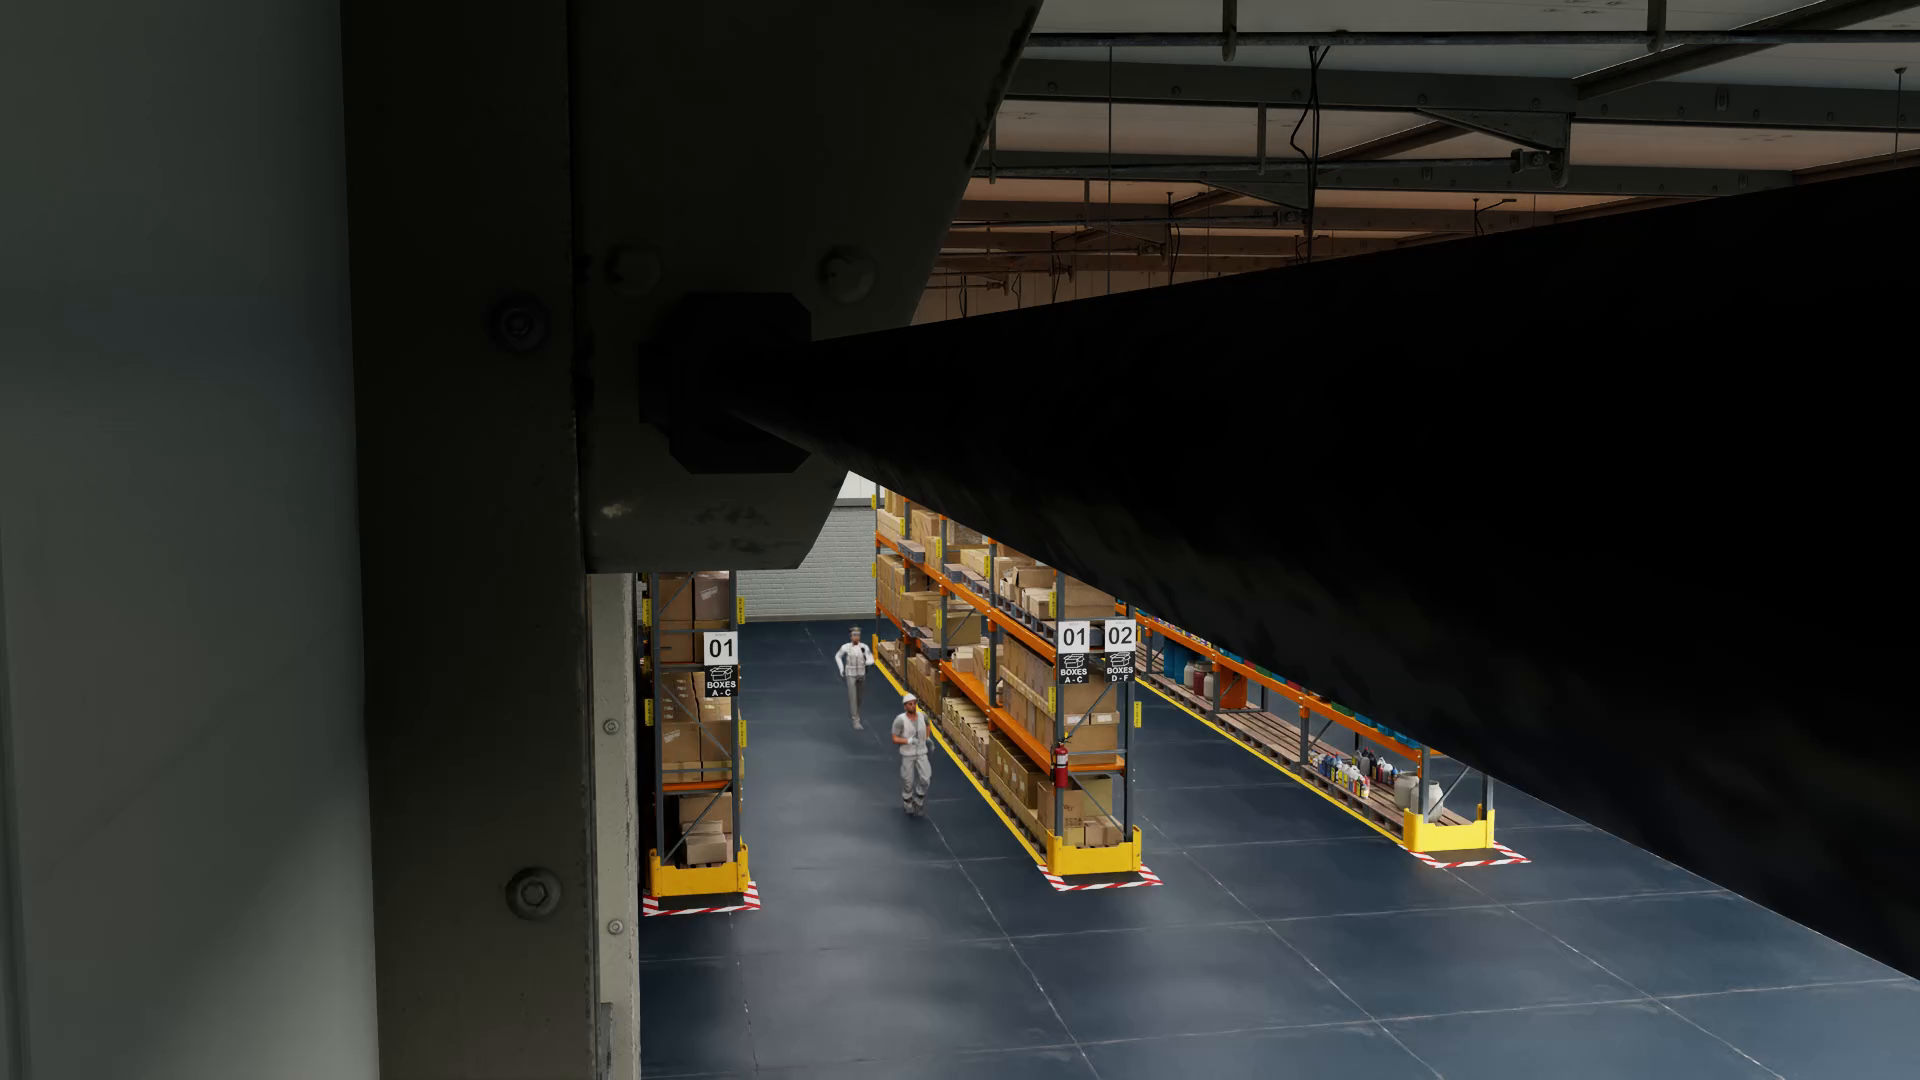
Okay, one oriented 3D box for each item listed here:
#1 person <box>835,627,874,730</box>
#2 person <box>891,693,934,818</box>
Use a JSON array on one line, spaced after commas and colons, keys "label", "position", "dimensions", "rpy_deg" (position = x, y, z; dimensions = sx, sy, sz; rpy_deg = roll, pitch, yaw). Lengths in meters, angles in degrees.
[{"label": "person", "position": [-1.755, 2.316, 28.042], "dimensions": [0.614, 1.722, 0.873], "rpy_deg": [-2, 6, -18]}, {"label": "person", "position": [-0.645, 3.043, 23.397], "dimensions": [0.650, 1.774, 0.674], "rpy_deg": [-2, 6, -17]}]
